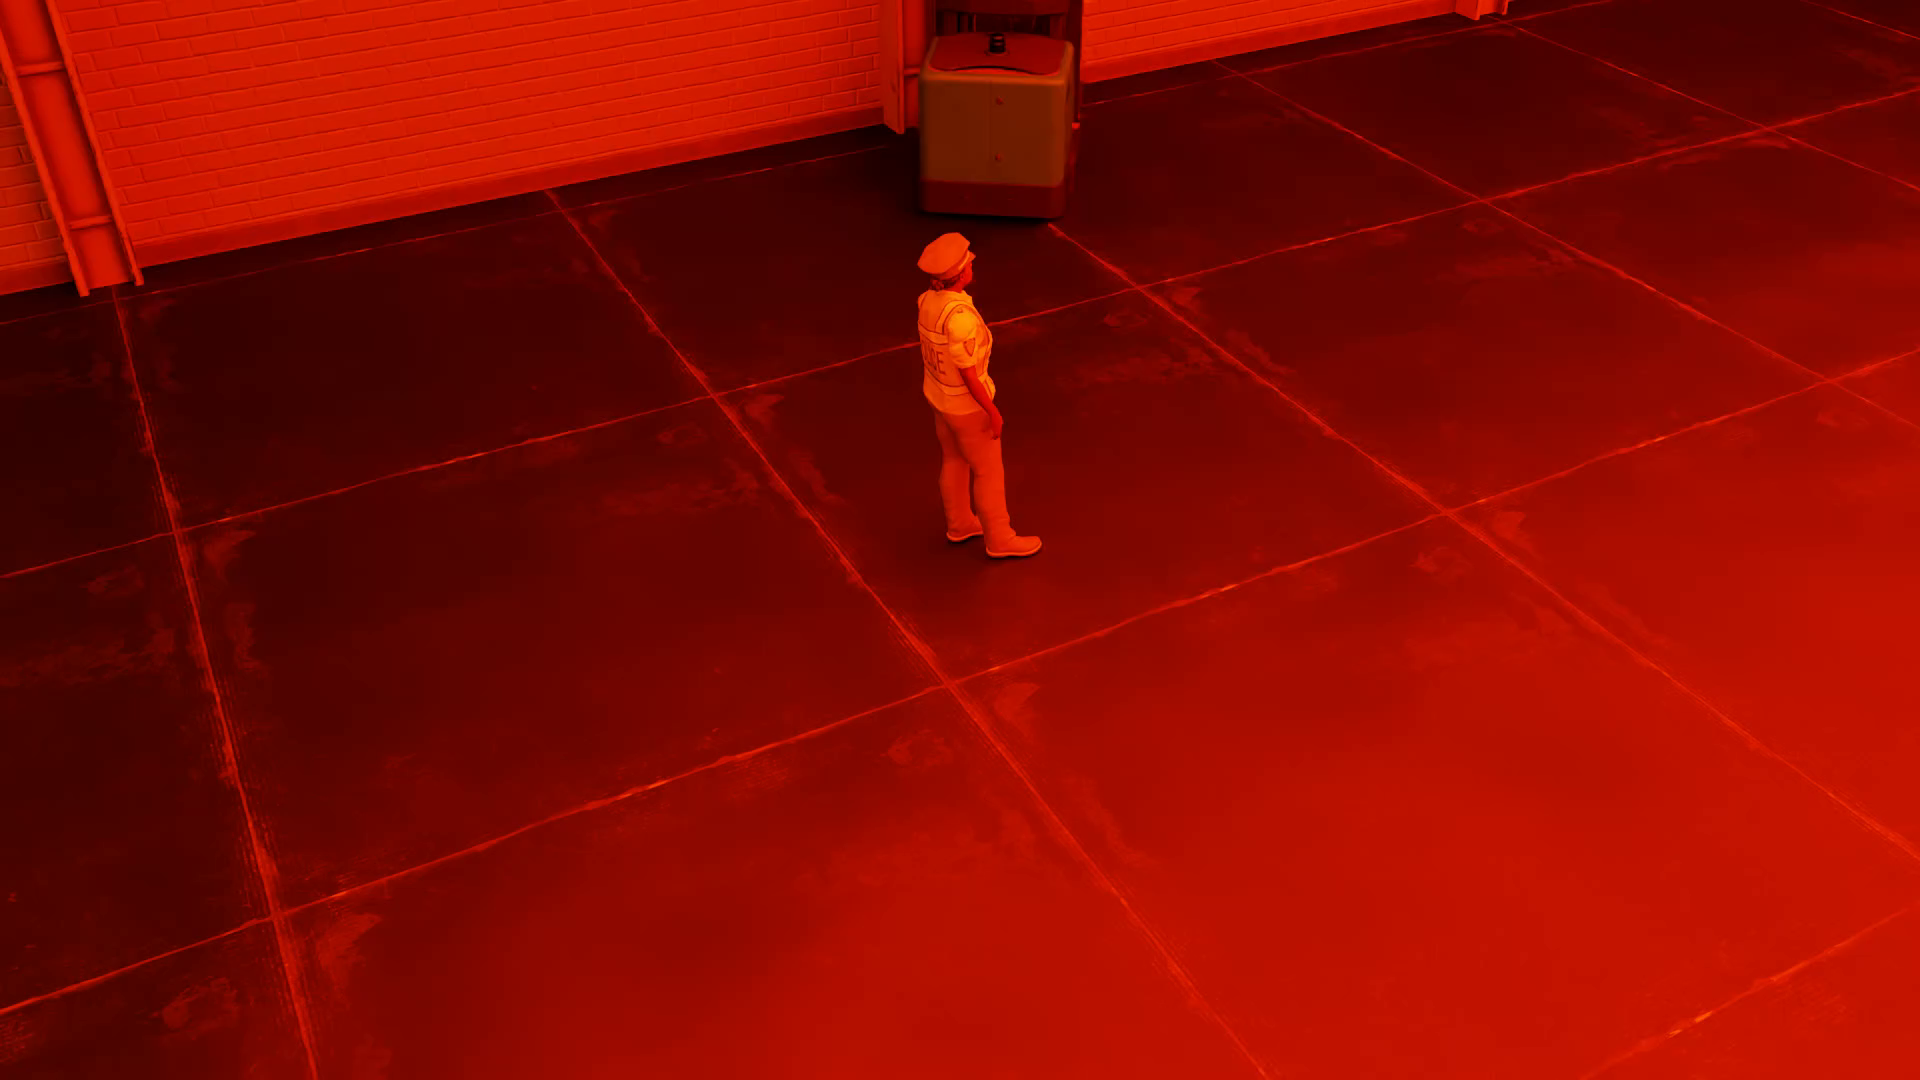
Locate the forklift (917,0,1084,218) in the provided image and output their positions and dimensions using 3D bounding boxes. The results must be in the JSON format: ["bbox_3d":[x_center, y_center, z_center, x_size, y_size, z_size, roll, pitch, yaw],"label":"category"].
[{"bbox_3d":[0.389,-4.308,12.218,1.130,2.935,3.031,4,35,6],"label":"forklift"}]

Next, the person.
[{"bbox_3d":[0.075,-0.708,8.183,0.530,1.695,0.569,-17,39,-23],"label":"person"}]
